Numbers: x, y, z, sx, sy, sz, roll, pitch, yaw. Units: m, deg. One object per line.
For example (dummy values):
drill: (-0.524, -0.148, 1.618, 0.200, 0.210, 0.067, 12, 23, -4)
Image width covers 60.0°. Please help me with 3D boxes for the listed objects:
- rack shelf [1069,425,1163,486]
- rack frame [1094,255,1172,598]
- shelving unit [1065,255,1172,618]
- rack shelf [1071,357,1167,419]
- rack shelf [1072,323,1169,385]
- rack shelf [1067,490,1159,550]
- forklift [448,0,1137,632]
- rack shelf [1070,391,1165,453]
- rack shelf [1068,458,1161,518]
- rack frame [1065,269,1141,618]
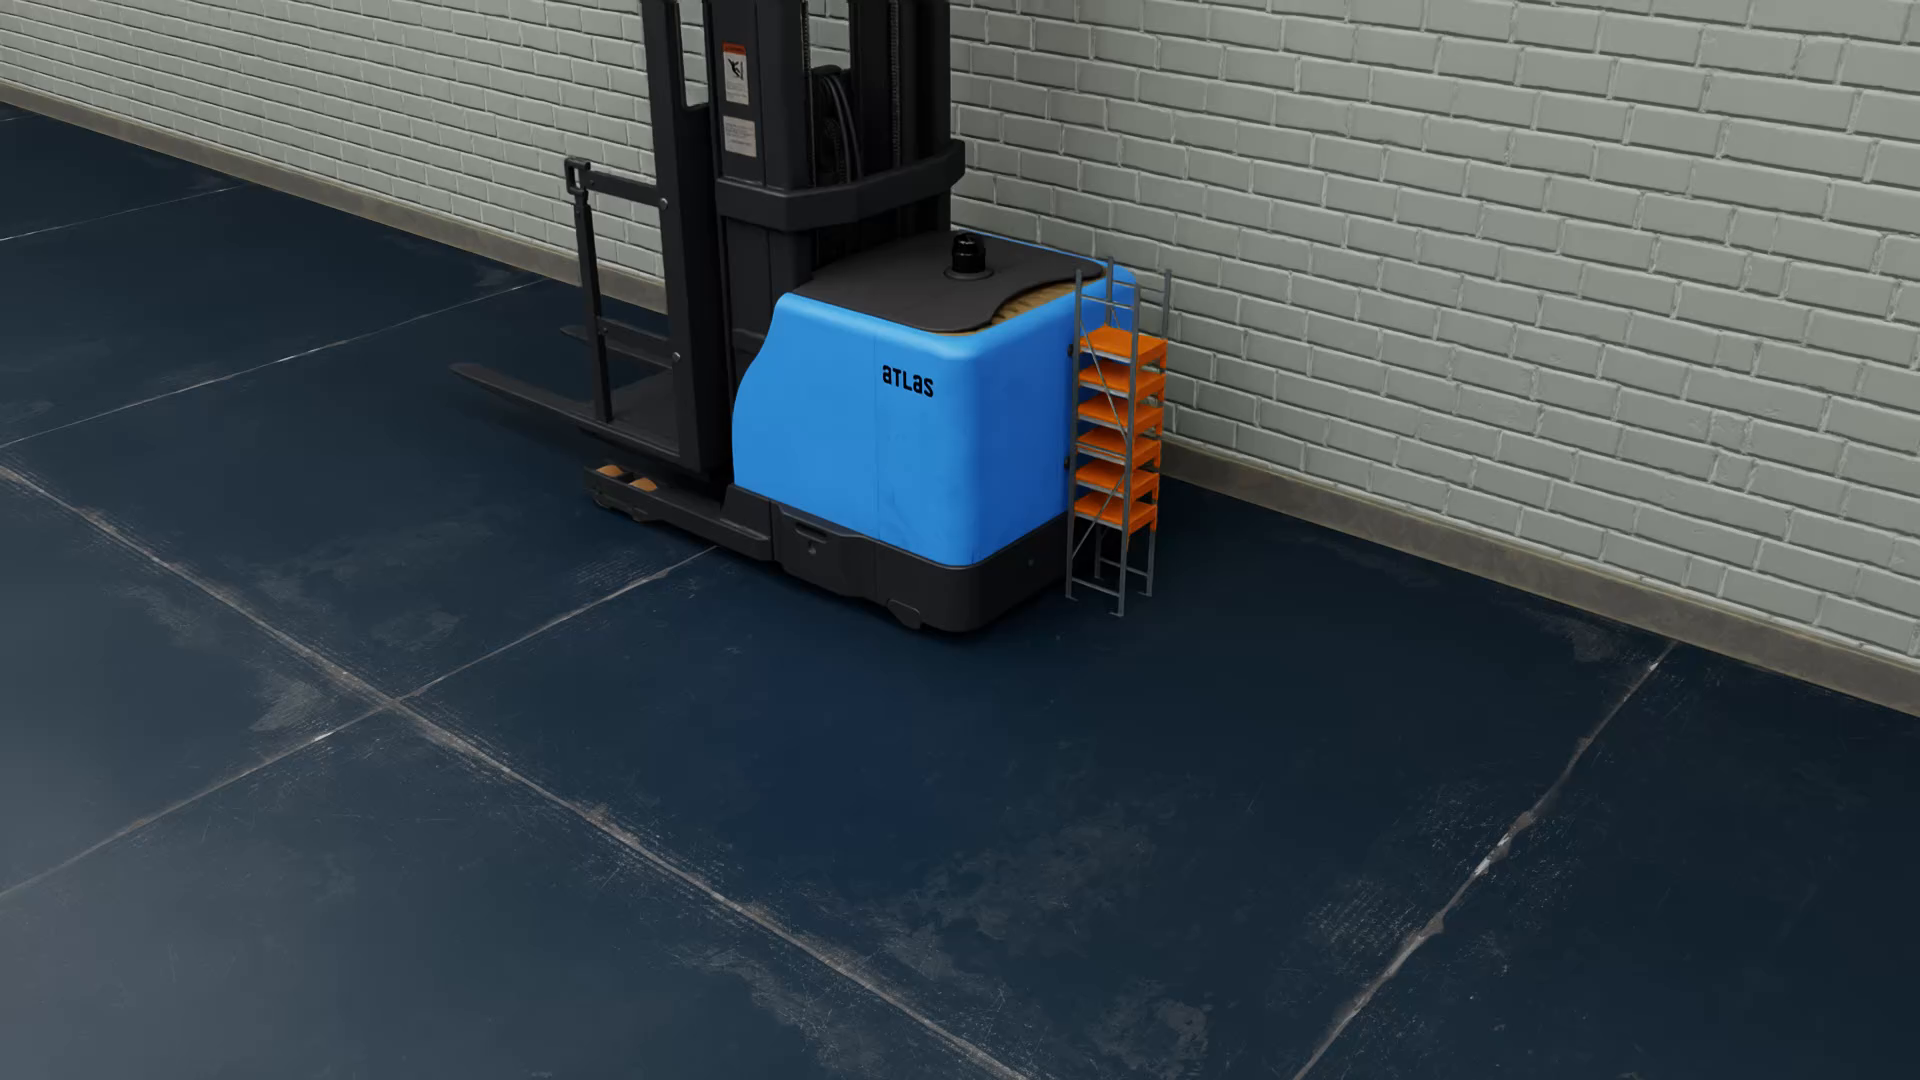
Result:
rack shelf: (0.524, -0.291, 5.604, 0.258, 0.103, 0.180, 20, 33, 33)
rack frame: (0.579, -0.364, 5.648, 0.240, 1.200, 0.006, 20, 33, 33)
shelving unit: (0.524, -0.331, 5.583, 0.258, 1.200, 0.189, 20, 33, 33)
rack shelf: (0.524, -0.504, 5.494, 0.258, 0.103, 0.180, 20, 33, 33)
rack shelf: (0.524, -0.611, 5.439, 0.258, 0.103, 0.180, 20, 33, 33)
rack shelf: (0.524, -0.078, 5.714, 0.258, 0.103, 0.180, 20, 33, 33)
forklift: (-0.838, -1.538, 6.033, 3.031, 2.935, 1.130, 20, 34, 34)
rack shelf: (0.524, -0.398, 5.549, 0.258, 0.103, 0.180, 20, 33, 33)
rack shelf: (0.524, -0.185, 5.659, 0.258, 0.103, 0.180, 20, 33, 33)
rack frame: (0.468, -0.297, 5.519, 0.240, 1.200, 0.006, 20, 33, 33)
